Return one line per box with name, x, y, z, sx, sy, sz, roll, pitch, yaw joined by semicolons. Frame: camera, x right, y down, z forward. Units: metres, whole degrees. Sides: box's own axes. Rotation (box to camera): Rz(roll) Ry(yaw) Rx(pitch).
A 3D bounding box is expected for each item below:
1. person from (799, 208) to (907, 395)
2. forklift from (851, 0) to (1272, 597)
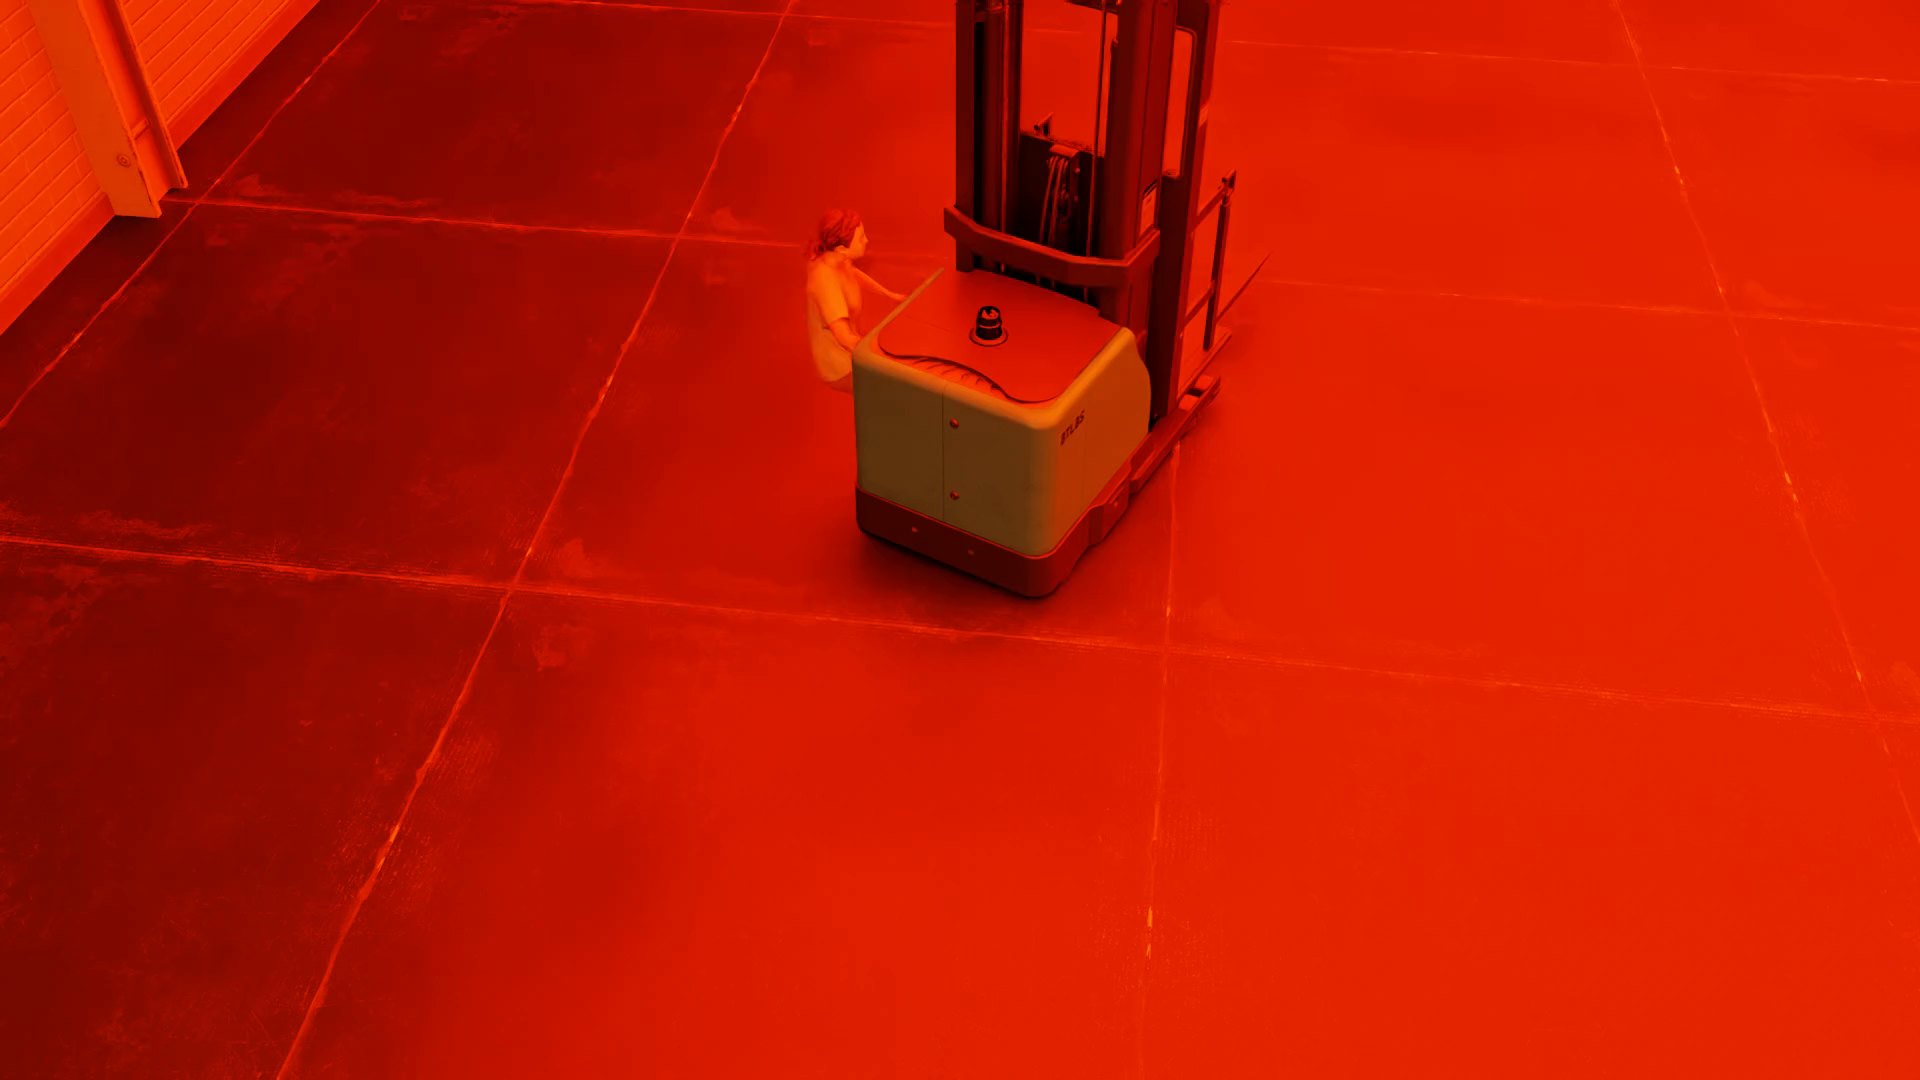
person;-0.317;-0.924;7.874;0.820;1.461;0.728;-5;43;-6
forklift;0.695;-1.803;7.688;1.130;2.935;3.031;22;47;22
